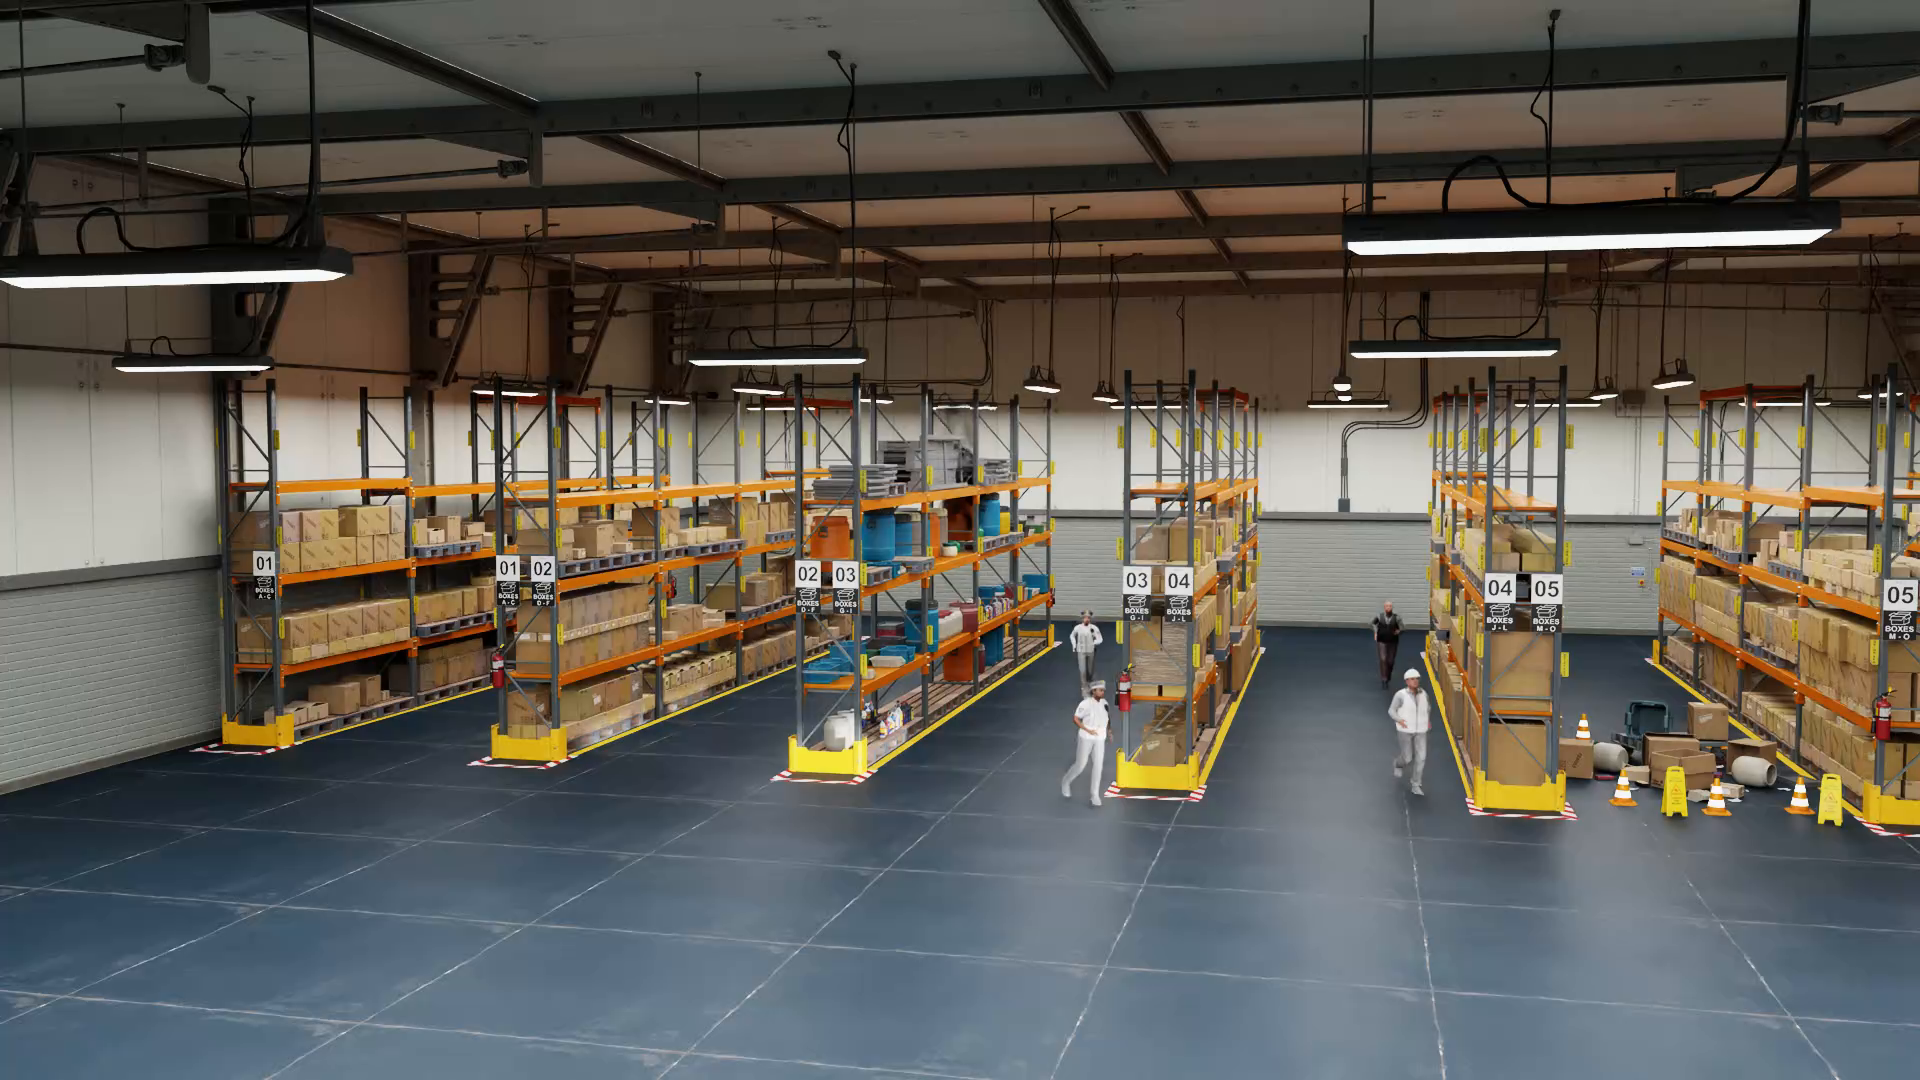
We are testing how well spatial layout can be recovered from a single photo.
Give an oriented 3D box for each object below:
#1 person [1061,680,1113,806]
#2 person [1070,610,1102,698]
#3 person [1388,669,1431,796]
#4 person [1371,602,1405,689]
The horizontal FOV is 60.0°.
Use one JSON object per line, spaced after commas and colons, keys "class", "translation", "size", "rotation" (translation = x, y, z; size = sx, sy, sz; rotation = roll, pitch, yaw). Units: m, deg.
{"class": "person", "translation": [1.855, 2.773, 23.089], "size": [0.660, 1.674, 0.854], "rotation": [-2, 4, -27]}
{"class": "person", "translation": [2.463, 2.202, 32.423], "size": [0.628, 1.683, 0.813], "rotation": [0, 3, 1]}
{"class": "person", "translation": [6.438, 2.715, 23.714], "size": [0.664, 1.758, 0.845], "rotation": [0, 3, -5]}
{"class": "person", "translation": [8.684, 2.110, 33.755], "size": [0.661, 1.732, 0.957], "rotation": [1, 3, 10]}
